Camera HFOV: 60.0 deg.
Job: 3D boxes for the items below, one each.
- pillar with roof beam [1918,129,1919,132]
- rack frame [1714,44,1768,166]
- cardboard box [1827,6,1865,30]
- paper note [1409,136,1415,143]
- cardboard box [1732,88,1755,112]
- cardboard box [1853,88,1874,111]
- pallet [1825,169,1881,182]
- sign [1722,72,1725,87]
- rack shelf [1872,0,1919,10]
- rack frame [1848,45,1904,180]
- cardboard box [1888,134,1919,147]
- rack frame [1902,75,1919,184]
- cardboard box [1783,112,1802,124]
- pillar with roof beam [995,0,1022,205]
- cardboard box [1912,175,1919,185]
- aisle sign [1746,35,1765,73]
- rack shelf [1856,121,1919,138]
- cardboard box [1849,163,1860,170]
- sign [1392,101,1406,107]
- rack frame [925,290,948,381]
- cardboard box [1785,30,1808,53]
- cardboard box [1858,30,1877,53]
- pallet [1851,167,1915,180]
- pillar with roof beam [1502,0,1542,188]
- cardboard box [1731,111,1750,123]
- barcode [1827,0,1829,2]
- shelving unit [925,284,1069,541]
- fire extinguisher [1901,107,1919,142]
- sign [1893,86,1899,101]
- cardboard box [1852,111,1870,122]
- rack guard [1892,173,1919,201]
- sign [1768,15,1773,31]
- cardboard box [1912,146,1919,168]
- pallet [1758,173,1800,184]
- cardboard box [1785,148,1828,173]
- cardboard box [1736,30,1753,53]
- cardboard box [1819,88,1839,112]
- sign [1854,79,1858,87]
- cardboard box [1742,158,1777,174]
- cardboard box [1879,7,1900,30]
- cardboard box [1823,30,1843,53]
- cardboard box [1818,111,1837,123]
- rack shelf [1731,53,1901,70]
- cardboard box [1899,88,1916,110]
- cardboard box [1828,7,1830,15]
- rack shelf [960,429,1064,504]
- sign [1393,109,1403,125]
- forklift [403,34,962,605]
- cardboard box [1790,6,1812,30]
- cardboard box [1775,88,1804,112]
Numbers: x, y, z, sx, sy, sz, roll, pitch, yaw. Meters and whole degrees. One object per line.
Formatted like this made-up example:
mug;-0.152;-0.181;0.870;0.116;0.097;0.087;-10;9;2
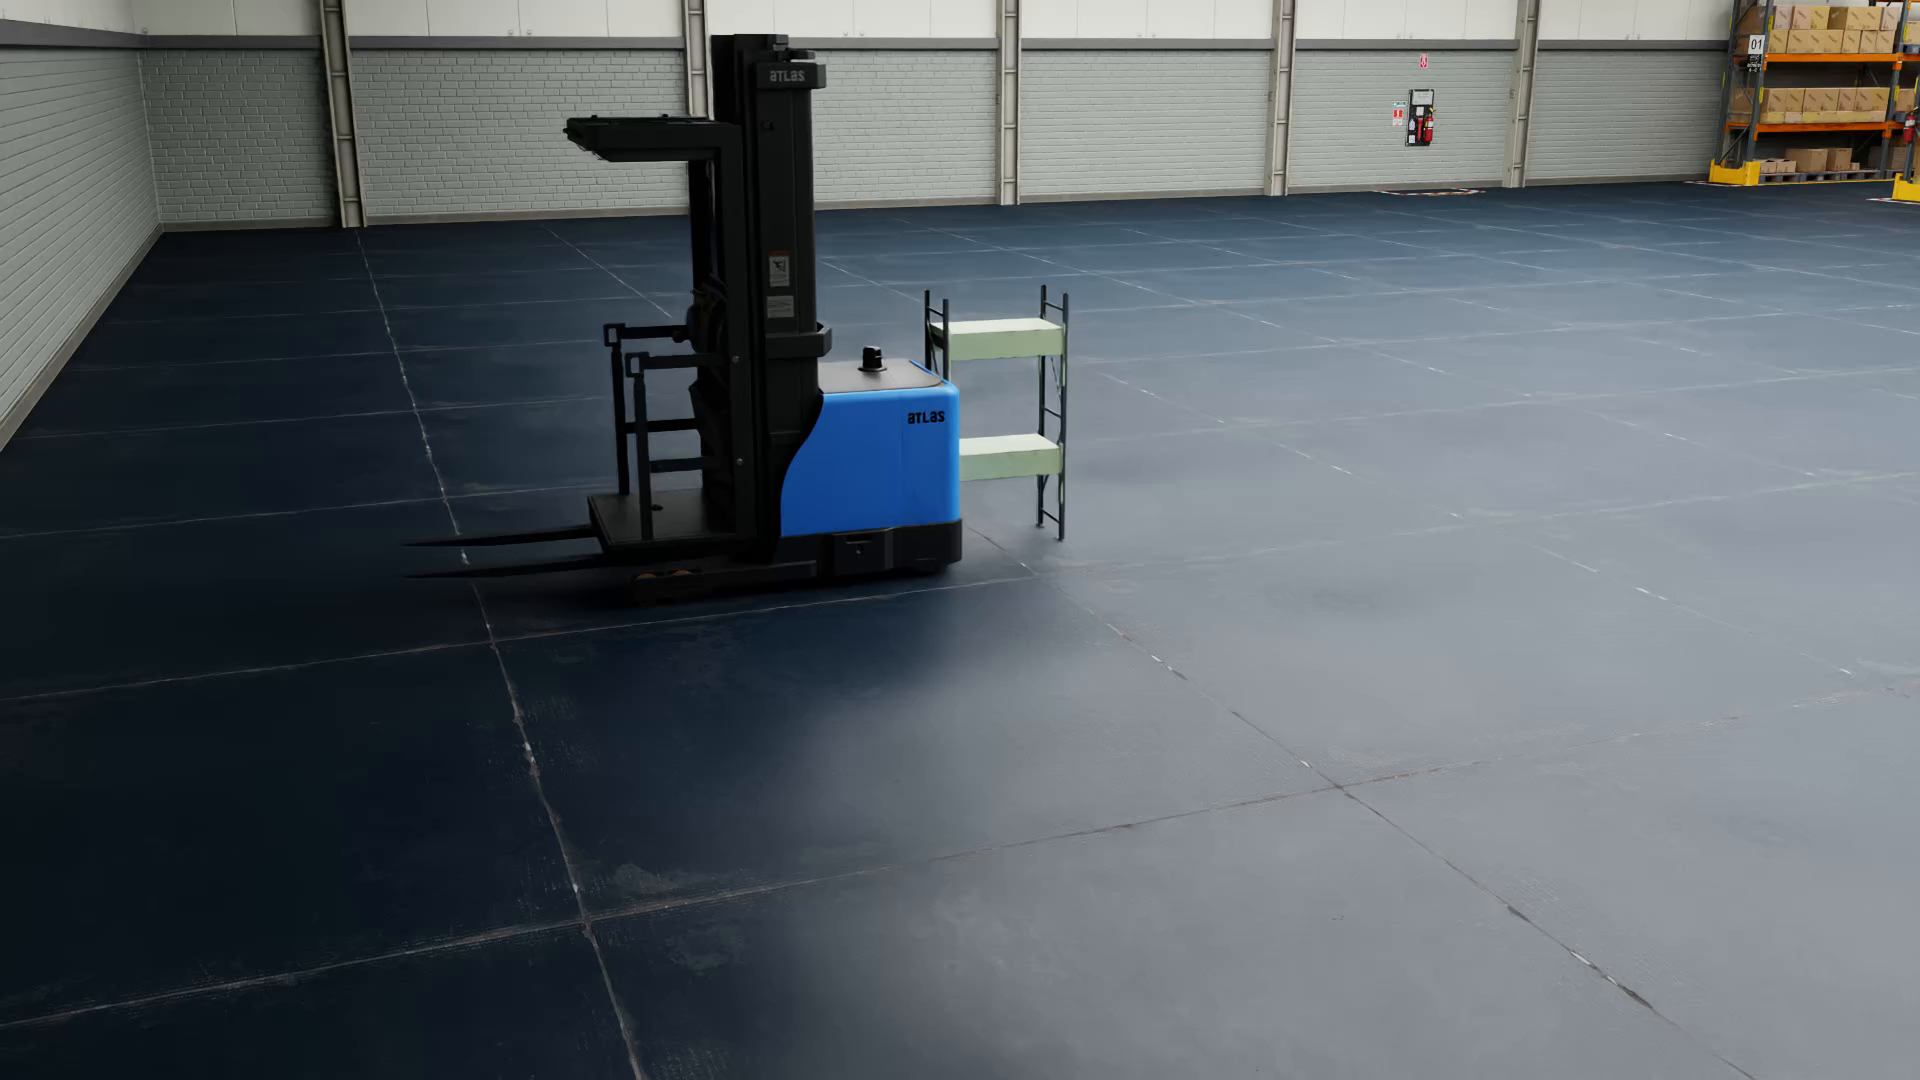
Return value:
pillar with roof beam;24.873;-12.141;35.472;0.400;9.000;9.100;-6;17;-20
rack frame;17.385;-9.492;37.099;0.127;3.000;1.000;-6;17;-20
cardboard box;19.758;-11.637;37.091;0.500;0.500;0.500;-7;18;-22
paper note;9.615;-8.524;35.366;0.142;0.148;0.016;-6;17;-20
cardboard box;17.749;-9.893;37.364;0.500;0.500;0.500;-6;18;-21
cardboard box;20.326;-10.012;37.770;0.500;0.500;0.500;-6;17;-20
pallet;20.506;-8.481;38.603;1.213;0.211;1.003;-6;17;-20
sign;17.205;-10.348;37.396;0.005;0.325;0.100;-6;17;-20
rack shelf;22.988;-12.439;38.472;4.000;0.370;1.077;-6;17;-20
rack frame;21.120;-9.896;38.473;0.127;3.000;1.000;-6;17;-20
cardboard box;22.212;-9.391;39.079;0.500;0.250;0.500;-7;18;-21
rack frame;19.161;-8.190;32.662;0.127;3.000;1.000;-6;17;-20
cardboard box;18.434;-9.452;37.192;0.500;0.250;0.500;-7;18;-22
pillar with roof beam;2.462;-9.722;27.233;0.400;9.000;9.100;-6;17;-20
cardboard box;19.556;-7.204;33.440;0.500;0.250;0.500;-6;17;-20
aisle sign;17.425;-10.654;36.440;0.004;0.787;0.394;-6;17;-20
rack shelf;22.988;-9.752;39.261;4.000;0.370;1.077;-6;17;-20
cardboard box;20.632;-8.686;38.599;0.250;0.166;0.380;-9;18;-27
sign;9.260;-9.188;35.057;0.331;0.109;0.001;-6;17;-20
rack frame;-0.137;-0.703;9.829;0.023;1.500;0.400;-5;17;-17
cardboard box;18.301;-11.002;36.703;0.500;0.500;0.500;-5;17;-16
cardboard box;20.261;-11.229;37.476;0.500;0.500;0.500;-8;18;-25
pallet;21.847;-8.637;39.134;1.213;0.211;1.003;-6;17;-20
pillar with roof beam;13.667;-10.932;31.352;0.400;9.000;9.100;-6;17;-20
cardboard box;17.752;-9.528;37.452;0.500;0.250;0.500;-6;17;-19
barcode;19.669;-12.219;37.691;0.075;0.075;0.001;-6;17;-20
shelving unit;0.211;-0.734;9.937;0.755;1.500;0.431;-5;17;-17
fire extinguisher;18.885;-8.263;33.049;0.183;0.674;0.296;-6;17;-20
sign;21.322;-10.169;37.867;0.005;0.325;0.100;-6;17;-20
cardboard box;20.318;-9.658;37.893;0.500;0.250;0.500;-6;17;-20
rack guard;19.139;-6.988;33.006;0.348;0.500;1.175;-6;17;-20
sign;17.580;-11.208;36.068;0.005;0.325;0.100;-6;17;-20
cardboard box;22.266;-9.051;39.253;0.500;0.500;0.700;-7;18;-21
pallet;18.228;-8.235;37.766;1.213;0.211;1.003;-6;17;-20
cardboard box;19.299;-8.669;37.949;0.500;0.500;0.700;-7;18;-24
cardboard box;17.684;-11.098;37.030;0.500;0.500;0.500;-5;17;-16
cardboard box;19.366;-9.912;37.427;0.500;0.500;0.500;-6;17;-18
sign;20.919;-10.597;38.806;0.005;0.325;0.100;-6;17;-20
cardboard box;18.064;-8.460;37.573;0.500;0.311;0.500;-8;18;-26
cardboard box;20.750;-11.750;37.477;0.500;0.500;0.500;-8;18;-25
cardboard box;19.277;-11.115;37.088;0.500;0.500;0.500;-5;17;-17
cardboard box;19.385;-9.552;37.533;0.500;0.250;0.500;-6;17;-20
rack shelf;19.253;-10.788;37.465;4.000;0.370;1.077;-6;17;-20
cardboard box;22.132;-10.252;38.726;0.500;0.500;0.700;-4;17;-14
cardboard box;19.141;-11.732;37.414;0.500;0.500;0.500;-6;17;-20
rack shelf;0.211;-0.422;10.029;0.720;0.370;0.431;-5;17;-17
sign;9.252;-8.935;35.138;0.234;0.329;0.001;-6;17;-20
forklift;-1.563;-1.224;9.066;3.031;2.935;1.130;-5;17;-17
cardboard box;18.318;-11.481;36.561;0.500;0.500;0.500;-6;18;-21
cardboard box;18.404;-9.806;37.068;0.500;0.500;0.500;-6;17;-20
